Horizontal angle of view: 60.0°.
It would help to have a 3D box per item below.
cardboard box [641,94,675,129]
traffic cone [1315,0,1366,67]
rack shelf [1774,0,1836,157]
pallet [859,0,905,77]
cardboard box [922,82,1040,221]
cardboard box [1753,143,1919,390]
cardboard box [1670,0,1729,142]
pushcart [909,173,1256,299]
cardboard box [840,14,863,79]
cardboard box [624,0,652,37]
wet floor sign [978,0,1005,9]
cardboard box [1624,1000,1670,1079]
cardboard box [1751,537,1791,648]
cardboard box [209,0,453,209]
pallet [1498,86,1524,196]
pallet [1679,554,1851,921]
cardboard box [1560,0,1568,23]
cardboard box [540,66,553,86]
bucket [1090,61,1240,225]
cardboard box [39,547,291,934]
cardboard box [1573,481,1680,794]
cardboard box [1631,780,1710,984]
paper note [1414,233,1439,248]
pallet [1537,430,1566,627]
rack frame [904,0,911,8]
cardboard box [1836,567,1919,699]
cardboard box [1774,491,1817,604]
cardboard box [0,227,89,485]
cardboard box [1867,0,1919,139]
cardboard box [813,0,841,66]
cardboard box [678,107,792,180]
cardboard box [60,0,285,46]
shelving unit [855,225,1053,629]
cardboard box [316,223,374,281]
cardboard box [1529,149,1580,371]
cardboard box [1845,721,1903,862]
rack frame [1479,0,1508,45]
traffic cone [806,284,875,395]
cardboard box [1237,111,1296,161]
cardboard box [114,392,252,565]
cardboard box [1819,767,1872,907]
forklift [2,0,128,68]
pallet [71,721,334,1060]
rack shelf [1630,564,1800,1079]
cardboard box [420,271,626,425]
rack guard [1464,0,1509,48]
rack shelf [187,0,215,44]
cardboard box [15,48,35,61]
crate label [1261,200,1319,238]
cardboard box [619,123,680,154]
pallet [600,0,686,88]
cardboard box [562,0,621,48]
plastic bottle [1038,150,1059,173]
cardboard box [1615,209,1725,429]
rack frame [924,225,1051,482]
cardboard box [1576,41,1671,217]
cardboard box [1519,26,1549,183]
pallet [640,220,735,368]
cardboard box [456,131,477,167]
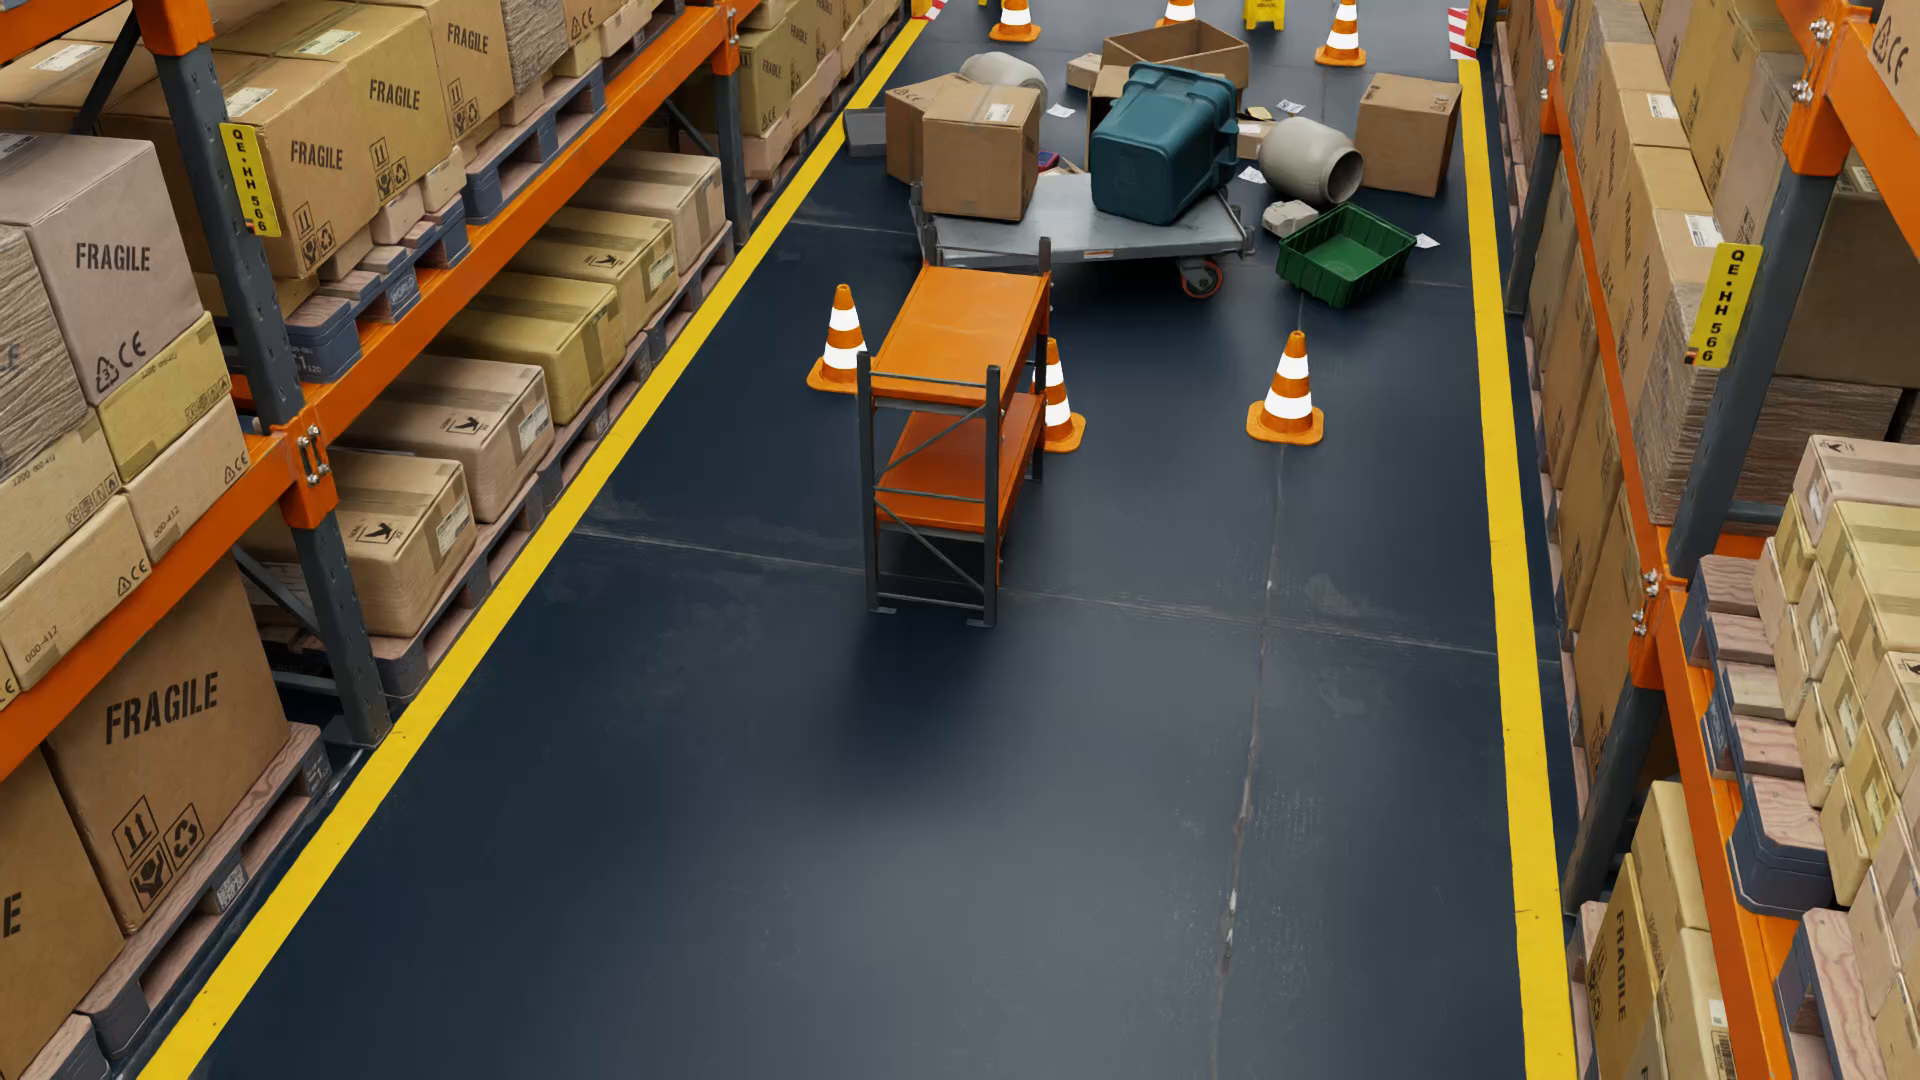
[{"bbox_3d":[-1.772,-2.611,9.142,0.500,0.500,0.500,7,36,9],"label":"cardboard box"},{"bbox_3d":[2.575,-3.454,11.122,0.336,0.463,0.334,7,37,10],"label":"traffic cone"},{"bbox_3d":[2.794,-2.091,5.137,1.077,0.370,4.000,7,37,10],"label":"rack shelf"},{"bbox_3d":[-1.006,-3.537,11.450,1.003,0.211,1.213,7,37,10],"label":"pallet"},{"bbox_3d":[0.109,-1.966,8.391,0.500,0.500,0.500,7,37,10],"label":"cardboard box"},{"bbox_3d":[2.472,-0.723,4.254,0.700,0.500,0.500,7,37,10],"label":"cardboard box"},{"bbox_3d":[2.795,-1.601,5.465,0.700,0.500,0.500,7,37,10],"label":"cardboard box"},{"bbox_3d":[0.602,-1.558,8.579,1.648,0.377,0.936,-5,36,-6],"label":"pushcart"},{"bbox_3d":[-0.916,-3.133,10.503,0.500,0.250,0.500,6,36,8],"label":"cardboard box"},{"bbox_3d":[-1.570,-2.315,7.244,0.380,0.149,0.250,7,36,9],"label":"cardboard box"},{"bbox_3d":[0.304,-4.192,11.984,0.267,0.644,0.232,20,41,26],"label":"wet floor sign"},{"bbox_3d":[1.862,1.483,3.920,0.500,0.500,0.500,8,37,11],"label":"cardboard box"},{"bbox_3d":[2.074,0.141,3.855,0.380,0.149,0.250,7,36,9],"label":"cardboard box"},{"bbox_3d":[-2.064,-1.444,5.489,0.500,0.500,0.500,9,37,12],"label":"cardboard box"},{"bbox_3d":[3.718,-2.313,9.762,1.003,0.211,1.213,7,37,10],"label":"pallet"},{"bbox_3d":[2.319,0.478,3.698,1.213,0.211,1.003,7,37,10],"label":"pallet"},{"bbox_3d":[3.288,-2.589,7.638,0.875,0.550,0.550,7,37,10],"label":"cardboard box"},{"bbox_3d":[-1.865,-1.895,6.665,0.380,0.149,0.250,6,36,8],"label":"cardboard box"},{"bbox_3d":[0.998,-1.972,8.409,0.726,0.611,0.620,20,51,26],"label":"bucket"},{"bbox_3d":[-2.719,0.492,4.968,0.875,0.875,0.875,7,37,10],"label":"cardboard box"},{"bbox_3d":[2.585,0.381,5.227,1.050,0.750,0.750,7,36,9],"label":"cardboard box"},{"bbox_3d":[1.983,0.882,4.110,0.500,0.250,0.500,6,36,8],"label":"cardboard box"},{"bbox_3d":[2.480,-1.612,8.947,0.147,0.020,0.142,-17,39,-22],"label":"paper note"},{"bbox_3d":[2.871,-0.032,6.615,1.003,0.211,1.213,7,37,10],"label":"pallet"},{"bbox_3d":[-0.782,-5.171,11.328,1.000,3.000,0.127,7,37,10],"label":"rack frame"},{"bbox_3d":[1.967,0.204,3.261,0.380,0.149,0.250,7,37,10],"label":"cardboard box"},{"bbox_3d":[2.067,0.041,3.739,0.380,0.149,0.250,9,37,12],"label":"cardboard box"},{"bbox_3d":[-2.447,-0.405,3.816,0.500,0.500,0.500,8,37,11],"label":"cardboard box"},{"bbox_3d":[1.985,-0.983,2.908,0.500,0.500,0.500,7,37,10],"label":"cardboard box"},{"bbox_3d":[-1.031,-3.148,9.883,0.500,0.500,0.500,9,37,12],"label":"cardboard box"},{"bbox_3d":[-1.246,-2.238,9.268,0.500,0.250,0.500,6,36,8],"label":"cardboard box"},{"bbox_3d":[-2.565,-1.508,5.579,0.500,0.500,0.500,7,36,9],"label":"cardboard box"},{"bbox_3d":[-0.001,-0.452,6.415,0.538,1.125,1.048,7,37,10],"label":"shelving unit"},{"bbox_3d":[-2.146,-0.973,5.393,0.380,0.149,0.250,5,36,7],"label":"cardboard box"},{"bbox_3d":[3.176,-1.207,7.418,1.050,0.750,0.750,7,37,10],"label":"cardboard box"},{"bbox_3d":[1.904,0.495,3.113,0.380,0.149,0.250,7,37,10],"label":"cardboard box"},{"bbox_3d":[4.075,-4.608,10.552,1.000,3.000,0.127,7,37,10],"label":"rack frame"},{"bbox_3d":[-0.533,-0.964,7.685,0.336,0.463,0.334,7,37,10],"label":"traffic cone"},{"bbox_3d":[1.789,-2.424,9.868,0.396,0.266,0.258,14,38,18],"label":"cardboard box"},{"bbox_3d":[-2.345,-0.201,4.599,0.500,0.250,0.500,6,36,8],"label":"cardboard box"},{"bbox_3d":[1.903,0.605,3.216,0.380,0.149,0.250,9,37,12],"label":"cardboard box"},{"bbox_3d":[-4.539,-3.175,8.632,3.031,2.935,1.130,24,42,29],"label":"forklift"},{"bbox_3d":[-2.733,0.987,5.208,1.003,0.211,1.213,7,37,10],"label":"pallet"},{"bbox_3d":[1.940,1.416,2.853,1.077,0.370,4.000,7,37,10],"label":"rack shelf"},{"bbox_3d":[-2.043,-0.871,7.277,0.950,0.372,0.625,8,37,12],"label":"cardboard box"},{"bbox_3d":[4.081,-3.610,11.304,1.175,0.500,0.348,7,37,10],"label":"rack guard"},{"bbox_3d":[-2.063,-2.654,5.913,1.077,0.370,4.000,7,37,10],"label":"rack shelf"},{"bbox_3d":[-5.966,-3.083,10.433,0.500,0.250,0.500,7,36,9],"label":"cardboard box"},{"bbox_3d":[1.799,-1.740,9.034,0.298,0.136,0.250,-17,39,-22],"label":"crate label"},{"bbox_3d":[-1.773,-2.307,9.362,0.500,0.250,0.500,9,37,12],"label":"cardboard box"},{"bbox_3d":[-1.942,-2.380,7.641,1.003,0.211,1.213,7,37,10],"label":"pallet"},{"bbox_3d":[-1.732,-2.335,6.719,0.500,0.500,0.500,9,37,12],"label":"cardboard box"},{"bbox_3d":[0.471,-2.192,9.723,0.133,0.061,0.283,14,38,18],"label":"plastic bottle"},{"bbox_3d":[2.308,-0.640,4.991,0.500,0.500,0.500,7,37,10],"label":"cardboard box"},{"bbox_3d":[0.107,-0.743,6.817,0.500,1.125,0.032,7,37,10],"label":"rack frame"},{"bbox_3d":[2.629,-1.512,6.194,0.500,0.500,0.500,7,37,10],"label":"cardboard box"},{"bbox_3d":[3.613,-2.494,9.087,0.875,0.875,0.875,8,37,10],"label":"cardboard box"},{"bbox_3d":[-1.801,-1.302,8.366,1.003,0.211,1.213,7,37,10],"label":"pallet"},{"bbox_3d":[-1.989,-1.428,6.020,0.380,0.149,0.250,9,37,13],"label":"cardboard box"}]
